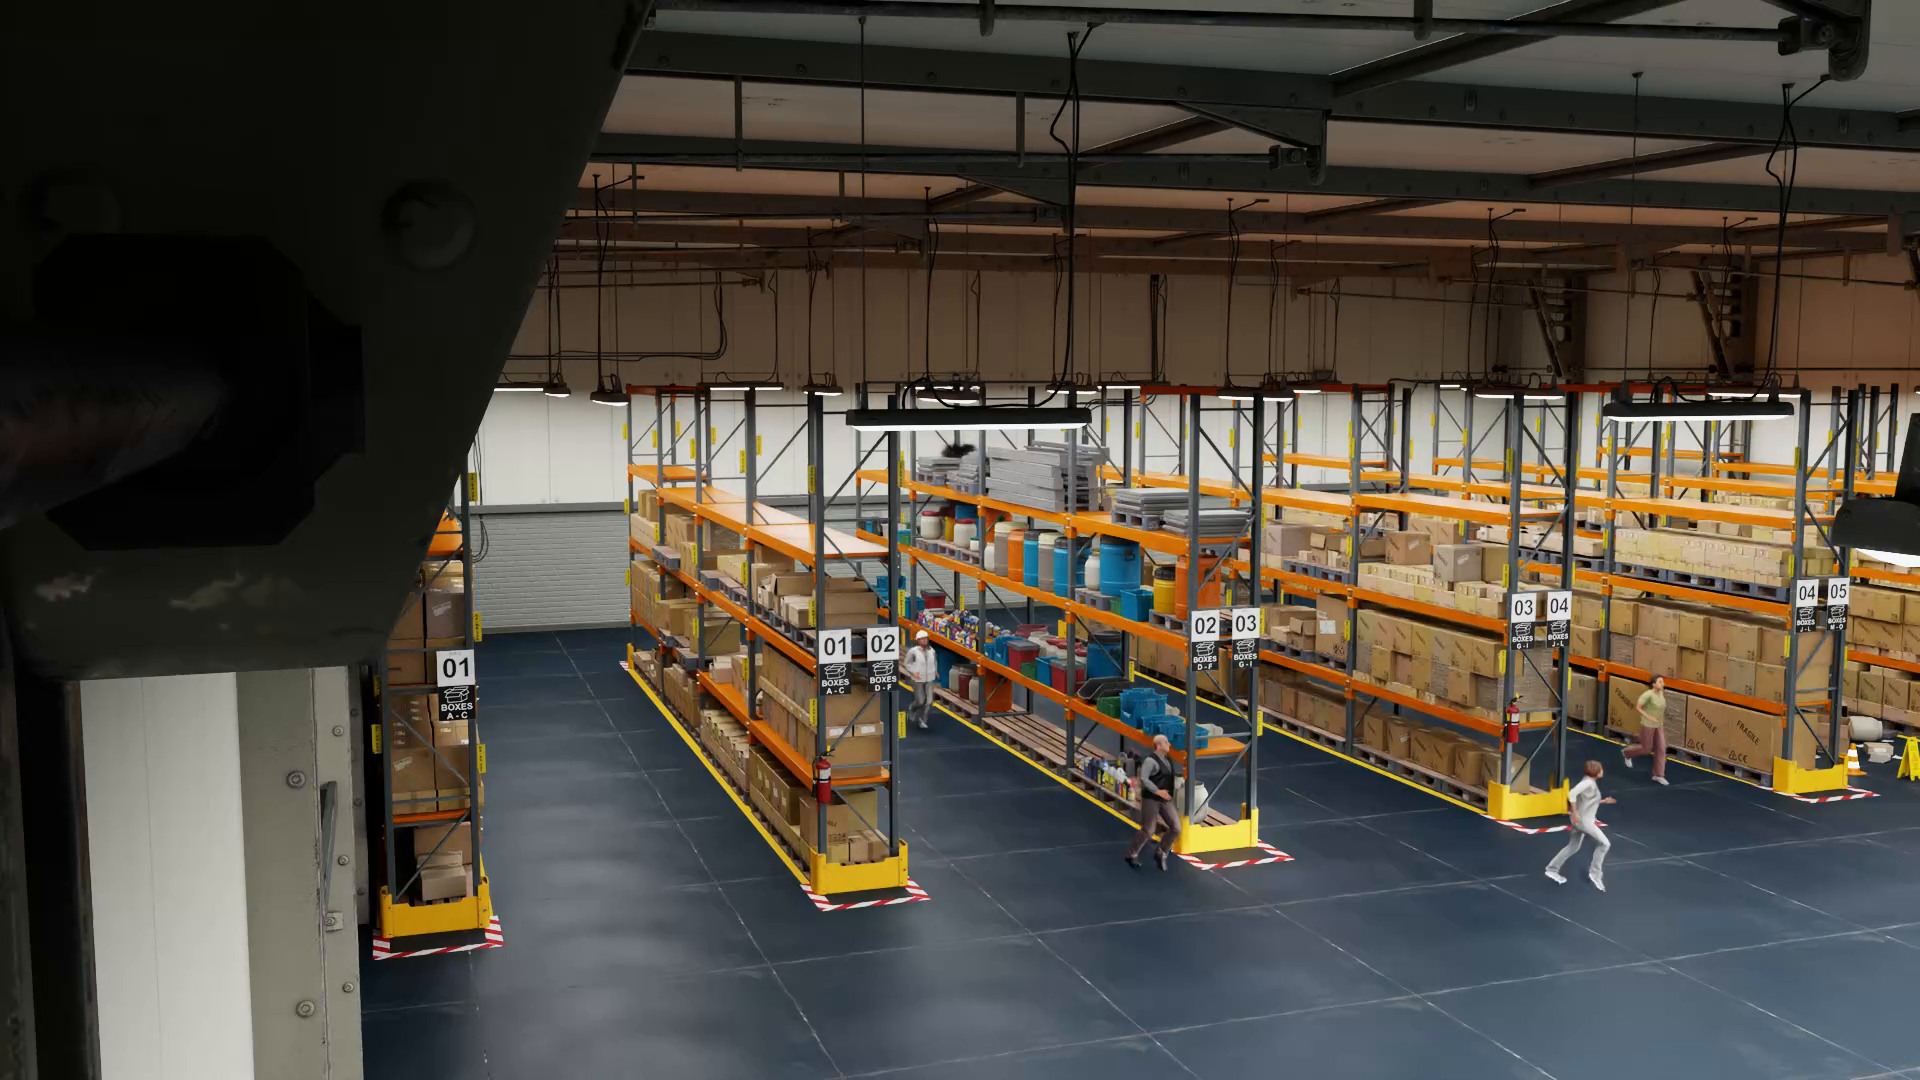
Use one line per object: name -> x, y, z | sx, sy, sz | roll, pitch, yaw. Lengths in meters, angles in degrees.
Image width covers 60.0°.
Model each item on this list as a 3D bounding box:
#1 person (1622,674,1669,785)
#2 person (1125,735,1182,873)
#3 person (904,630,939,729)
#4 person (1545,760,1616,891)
person -> 10.631, 2.872, 25.641 | 0.602, 1.660, 0.920 | -3, 7, -28
person -> 2.525, 3.327, 21.098 | 0.674, 1.722, 0.713 | 6, 8, 44
person -> -0.663, 2.448, 29.296 | 0.646, 1.727, 0.580 | -3, 7, -26
person -> 7.540, 3.459, 20.191 | 0.790, 1.615, 0.555 | 1, 6, 14
